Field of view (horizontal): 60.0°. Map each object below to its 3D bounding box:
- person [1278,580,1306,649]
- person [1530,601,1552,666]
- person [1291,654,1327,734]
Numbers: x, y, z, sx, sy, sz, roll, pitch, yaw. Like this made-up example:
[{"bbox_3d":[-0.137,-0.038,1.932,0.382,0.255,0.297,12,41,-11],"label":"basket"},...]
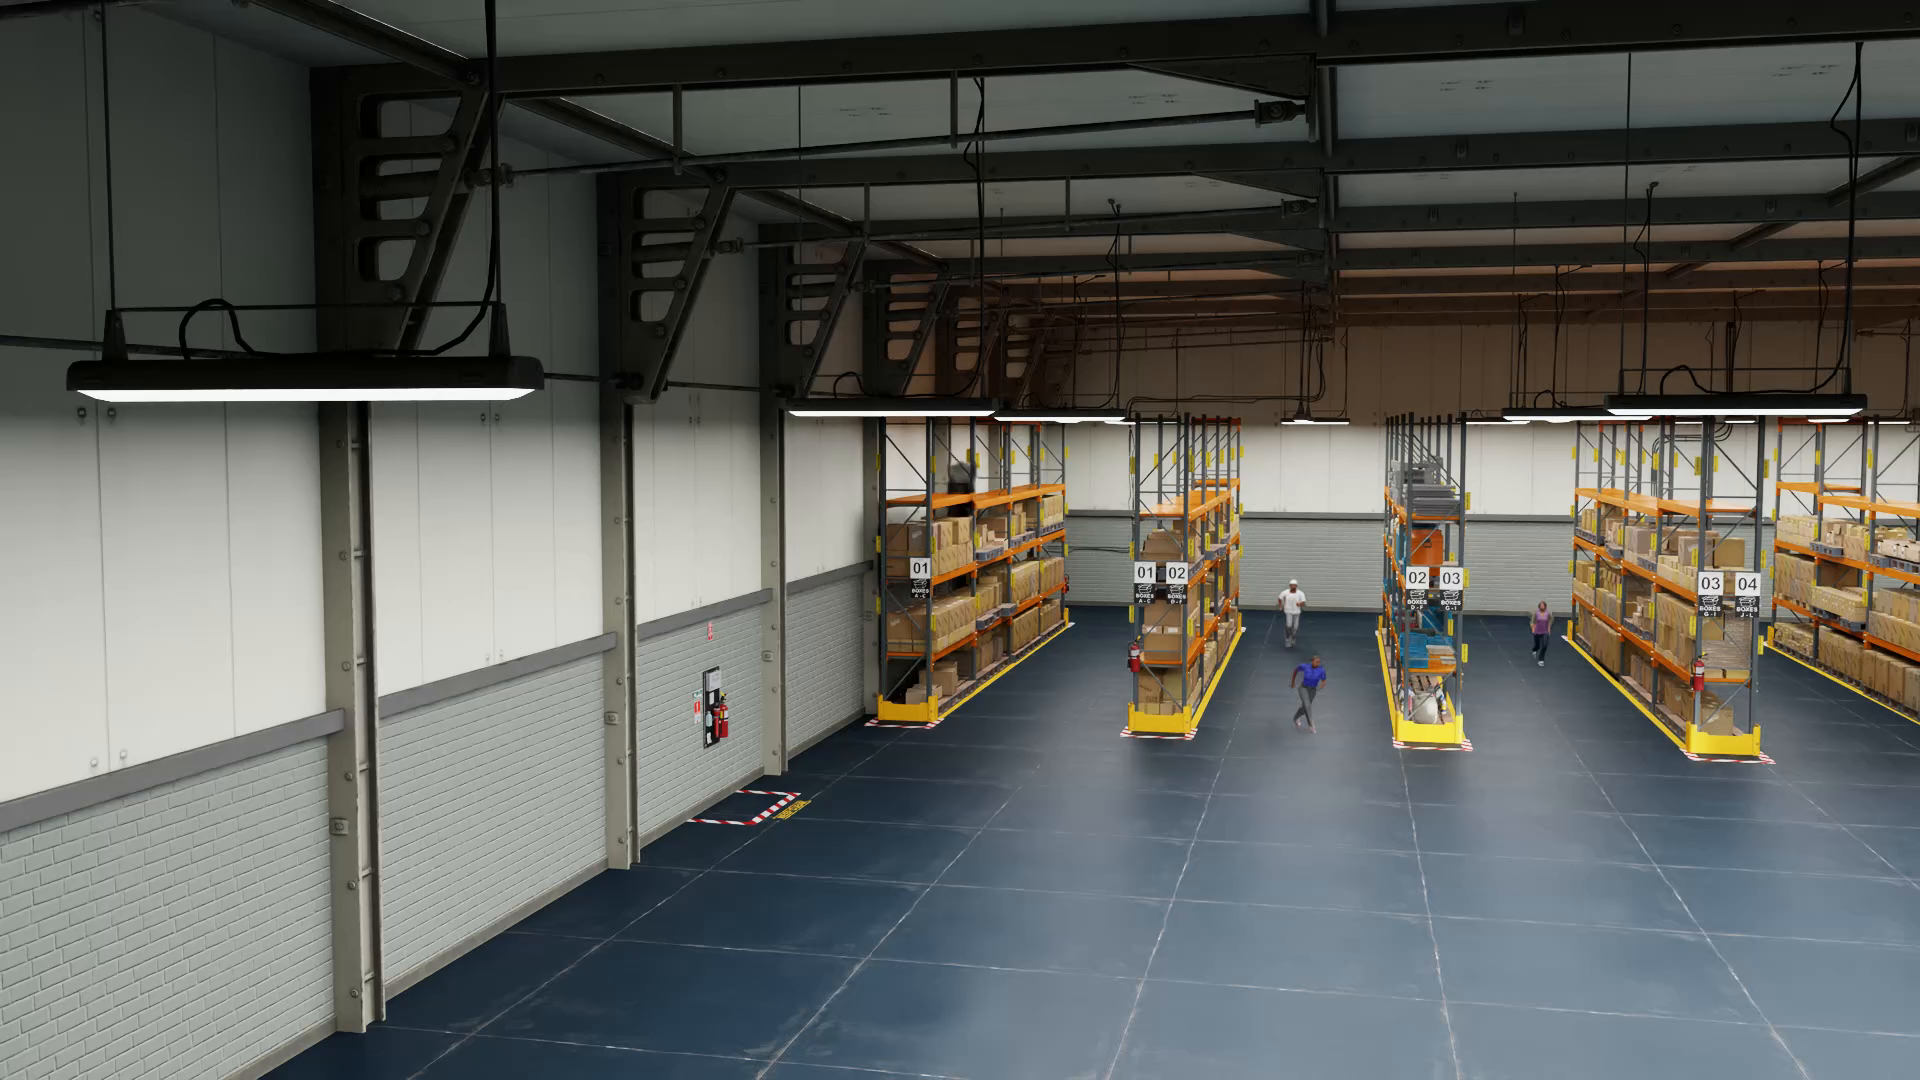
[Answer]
[{"bbox_3d":[8.637,1.923,43.207,0.671,1.789,0.726,0,4,3],"label":"person"},{"bbox_3d":[14.026,2.241,40.173,0.520,1.559,0.633,0,4,6],"label":"person"},{"bbox_3d":[6.548,2.842,31.343,0.597,1.487,1.014,0,4,-7],"label":"person"}]
